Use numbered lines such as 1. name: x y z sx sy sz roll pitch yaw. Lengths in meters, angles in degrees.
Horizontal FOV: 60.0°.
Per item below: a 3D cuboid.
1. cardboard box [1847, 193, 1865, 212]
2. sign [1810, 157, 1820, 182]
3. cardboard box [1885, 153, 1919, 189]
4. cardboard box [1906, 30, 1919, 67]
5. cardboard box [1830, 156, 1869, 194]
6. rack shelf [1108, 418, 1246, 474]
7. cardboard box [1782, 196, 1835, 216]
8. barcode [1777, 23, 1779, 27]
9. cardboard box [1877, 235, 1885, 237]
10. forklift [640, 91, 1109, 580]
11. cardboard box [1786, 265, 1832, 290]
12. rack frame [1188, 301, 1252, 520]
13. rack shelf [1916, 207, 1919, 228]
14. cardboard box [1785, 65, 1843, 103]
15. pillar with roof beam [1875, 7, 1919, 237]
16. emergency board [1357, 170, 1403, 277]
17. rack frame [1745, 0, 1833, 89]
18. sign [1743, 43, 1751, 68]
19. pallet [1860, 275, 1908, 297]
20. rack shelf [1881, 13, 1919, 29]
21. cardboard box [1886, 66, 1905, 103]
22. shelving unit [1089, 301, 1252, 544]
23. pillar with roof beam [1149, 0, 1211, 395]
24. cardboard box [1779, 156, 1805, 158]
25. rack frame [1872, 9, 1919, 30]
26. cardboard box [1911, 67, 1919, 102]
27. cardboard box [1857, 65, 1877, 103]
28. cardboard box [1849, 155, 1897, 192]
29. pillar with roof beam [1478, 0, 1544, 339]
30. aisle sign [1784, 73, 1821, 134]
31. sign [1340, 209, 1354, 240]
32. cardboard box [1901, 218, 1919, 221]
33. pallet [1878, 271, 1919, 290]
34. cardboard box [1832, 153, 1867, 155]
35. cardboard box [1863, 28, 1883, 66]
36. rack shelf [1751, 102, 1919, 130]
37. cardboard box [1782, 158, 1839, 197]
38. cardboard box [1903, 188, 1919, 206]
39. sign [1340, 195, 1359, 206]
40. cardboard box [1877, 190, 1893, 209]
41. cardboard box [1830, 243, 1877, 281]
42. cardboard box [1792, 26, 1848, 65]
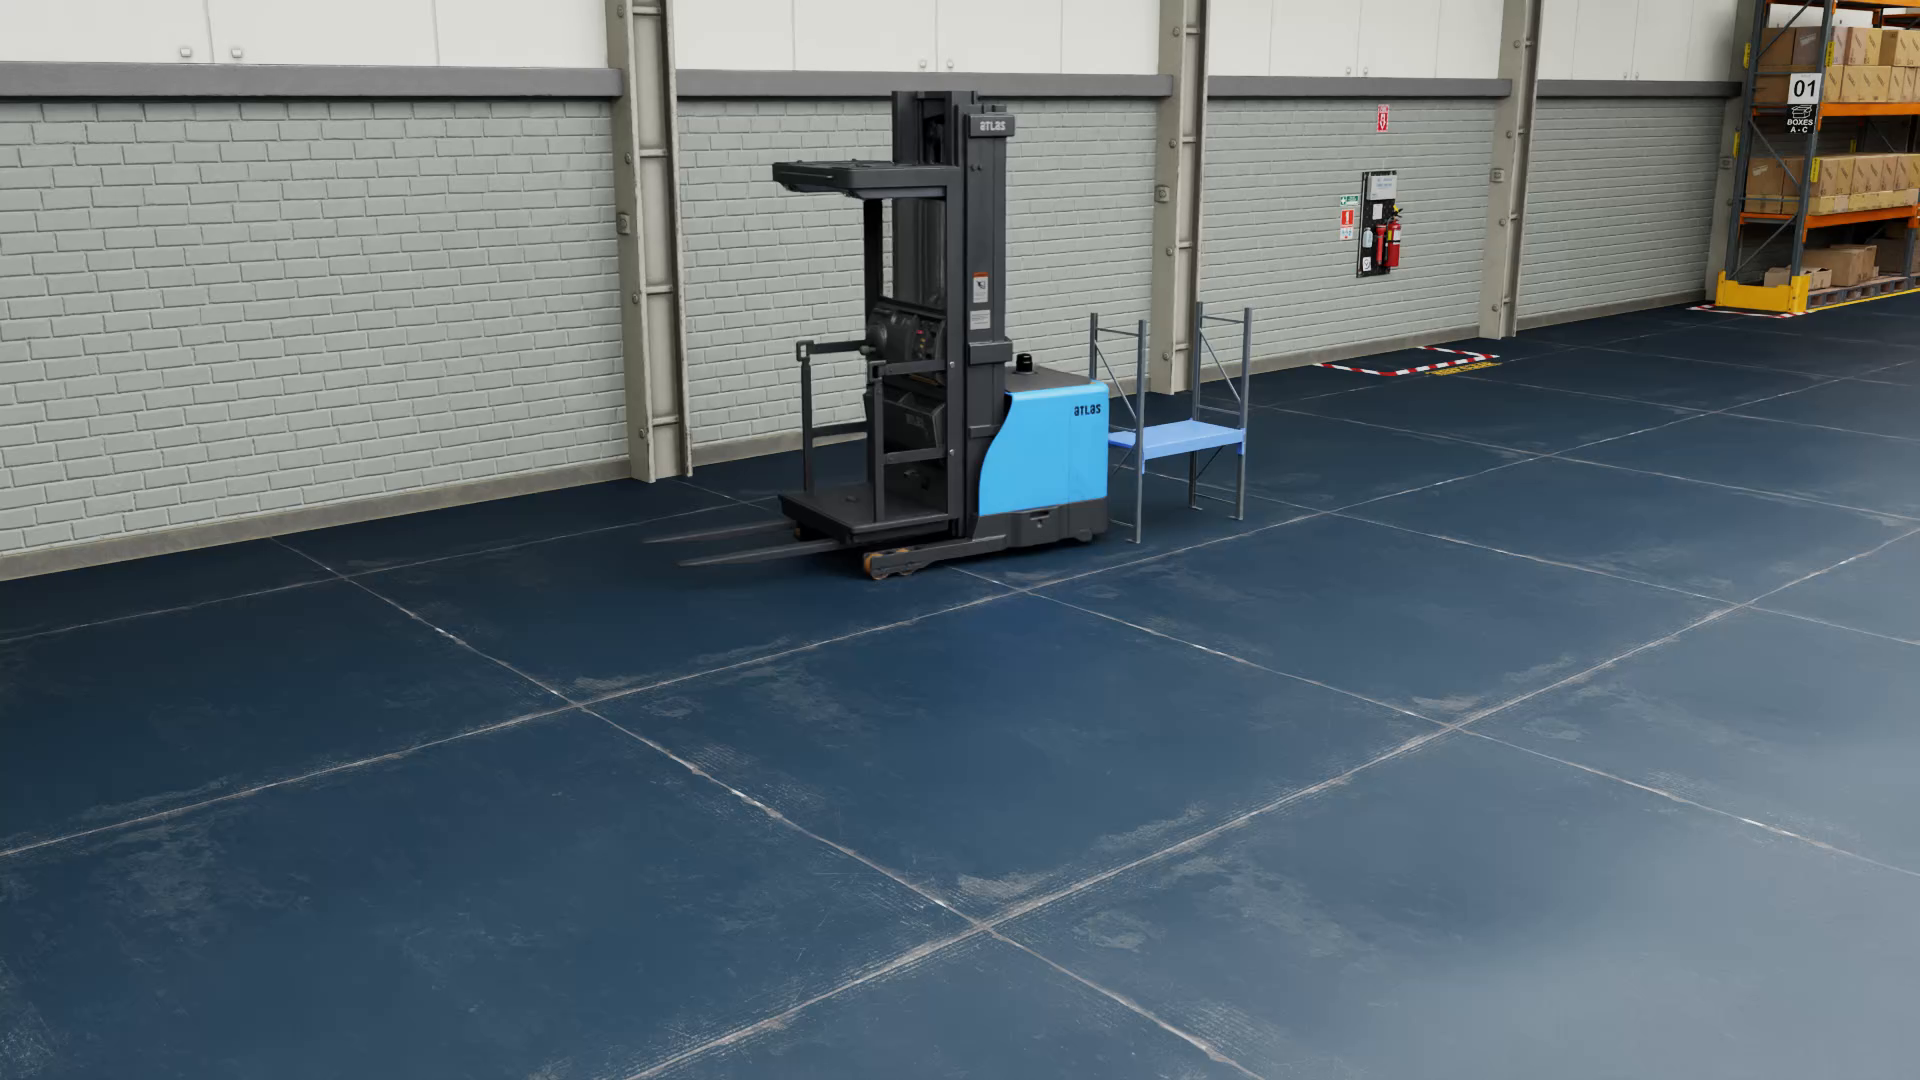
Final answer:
1. cardboard box: 12.604 -4.852 23.853 0.500 0.250 0.500 -13 20 -40
2. sign: 11.614 -5.030 22.593 0.005 0.325 0.100 -13 19 -39
3. cardboard box: 14.121 -5.555 25.031 0.500 0.500 0.500 -13 20 -39
4. cardboard box: 13.666 -7.153 24.233 0.500 0.500 0.500 -11 19 -36
5. cardboard box: 12.588 -5.208 23.733 0.500 0.500 0.500 -13 20 -41
6. rack shelf: 1.439 -0.659 11.509 1.000 0.185 0.538 -12 19 -37
7. cardboard box: 11.834 -4.676 23.195 0.500 0.250 0.500 -13 20 -41
8. barcode: 11.465 -7.206 23.308 0.075 0.075 0.001 -13 19 -39
9. cardboard box: 15.176 -4.626 26.746 0.500 0.500 0.700 -13 20 -40
10. forklift: -0.528 -1.323 10.525 3.031 2.935 1.130 -9 17 -30
11. cardboard box: 12.268 -3.828 24.125 0.500 0.311 0.500 -11 18 -35
12. rack frame: 1.835 -0.915 11.770 0.032 1.500 0.500 -12 19 -37
13. rack shelf: 15.784 -5.387 26.998 4.000 0.370 1.077 -13 19 -39
14. cardboard box: 11.674 -6.233 22.727 0.500 0.500 0.500 -12 19 -38
15. pillar with roof beam: 18.570 -8.082 24.068 0.400 9.000 9.100 -13 19 -39
16. emergency board: 4.802 -3.577 18.830 0.643 1.169 0.194 -13 19 -39
17. rack frame: 11.257 -7.616 22.326 0.127 3.000 1.000 -13 19 -39
18. sign: 10.908 -6.706 23.016 0.005 0.325 0.100 -13 19 -39
19. pallet: 13.791 -3.928 25.545 1.213 0.211 1.003 -13 19 -39
20. rack shelf: 15.784 -8.092 26.275 4.000 0.370 1.077 -13 19 -39
21. cardboard box: 13.273 -6.585 24.043 0.500 0.500 0.500 -14 20 -41
22. shelving unit: 1.439 -0.833 11.463 1.048 1.500 0.538 -12 19 -37
23. pillar with roof beam: 4.991 -5.032 12.652 0.400 9.000 9.100 -13 19 -39
24. cardboard box: 11.860 -5.222 23.786 0.500 0.500 0.500 -12 19 -39
25. rack frame: 14.275 -8.294 24.862 0.127 3.000 1.000 -13 19 -39
26. cardboard box: 14.054 -6.769 24.732 0.500 0.500 0.500 -12 19 -38
27. cardboard box: 12.491 -6.406 23.374 0.500 0.500 0.500 -12 19 -37
28. cardboard box: 13.361 -5.386 24.399 0.500 0.500 0.500 -13 20 -41
29. pillar with roof beam: 9.517 -6.049 16.457 0.400 9.000 9.100 -13 19 -39
30. aisle sign: 11.400 -5.903 22.500 0.004 0.787 0.394 -13 19 -39
31. sign: 4.317 -3.521 18.549 0.234 0.329 0.001 -13 19 -39
32. cardboard box: 15.539 -5.055 26.899 0.500 0.250 0.500 -13 20 -41
33. pallet: 14.861 -4.180 26.491 1.213 0.211 1.003 -13 19 -39
34. cardboard box: 13.390 -5.569 25.086 0.500 0.500 0.500 -13 20 -40
35. cardboard box: 12.498 -6.890 23.250 0.500 0.500 0.500 -12 19 -38
36. rack shelf: 12.766 -6.158 24.074 4.000 0.370 1.077 -13 19 -39
37. cardboard box: 11.815 -5.040 23.104 0.500 0.500 0.500 -13 19 -39
38. cardboard box: 14.116 -5.193 25.132 0.500 0.250 0.500 -13 19 -39
39. sign: 4.326 -3.776 18.478 0.331 0.109 0.001 -13 19 -39
40. cardboard box: 13.366 -5.022 24.492 0.500 0.250 0.500 -13 20 -40
41. cardboard box: 13.518 -4.217 25.215 0.500 0.500 0.500 14 21 43
42. cardboard box: 11.707 -6.726 22.636 0.500 0.500 0.500 14 21 43
